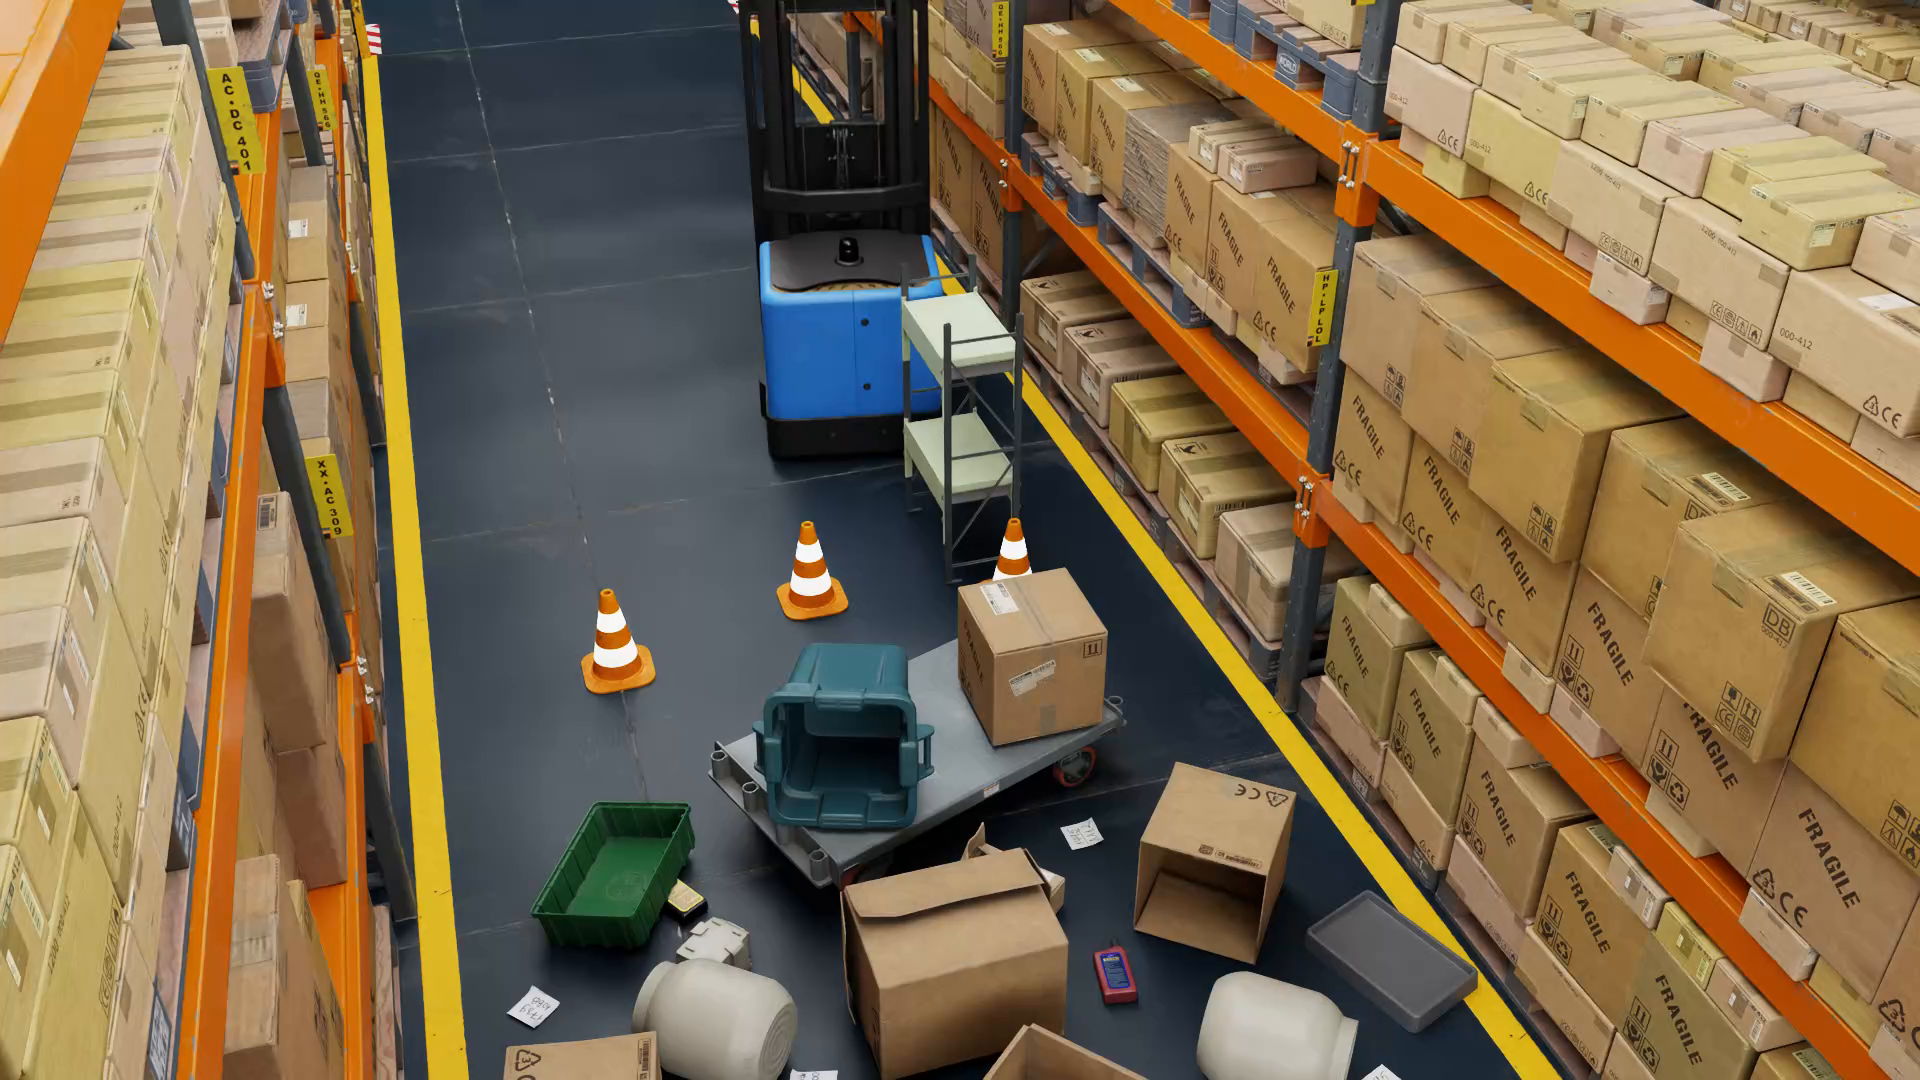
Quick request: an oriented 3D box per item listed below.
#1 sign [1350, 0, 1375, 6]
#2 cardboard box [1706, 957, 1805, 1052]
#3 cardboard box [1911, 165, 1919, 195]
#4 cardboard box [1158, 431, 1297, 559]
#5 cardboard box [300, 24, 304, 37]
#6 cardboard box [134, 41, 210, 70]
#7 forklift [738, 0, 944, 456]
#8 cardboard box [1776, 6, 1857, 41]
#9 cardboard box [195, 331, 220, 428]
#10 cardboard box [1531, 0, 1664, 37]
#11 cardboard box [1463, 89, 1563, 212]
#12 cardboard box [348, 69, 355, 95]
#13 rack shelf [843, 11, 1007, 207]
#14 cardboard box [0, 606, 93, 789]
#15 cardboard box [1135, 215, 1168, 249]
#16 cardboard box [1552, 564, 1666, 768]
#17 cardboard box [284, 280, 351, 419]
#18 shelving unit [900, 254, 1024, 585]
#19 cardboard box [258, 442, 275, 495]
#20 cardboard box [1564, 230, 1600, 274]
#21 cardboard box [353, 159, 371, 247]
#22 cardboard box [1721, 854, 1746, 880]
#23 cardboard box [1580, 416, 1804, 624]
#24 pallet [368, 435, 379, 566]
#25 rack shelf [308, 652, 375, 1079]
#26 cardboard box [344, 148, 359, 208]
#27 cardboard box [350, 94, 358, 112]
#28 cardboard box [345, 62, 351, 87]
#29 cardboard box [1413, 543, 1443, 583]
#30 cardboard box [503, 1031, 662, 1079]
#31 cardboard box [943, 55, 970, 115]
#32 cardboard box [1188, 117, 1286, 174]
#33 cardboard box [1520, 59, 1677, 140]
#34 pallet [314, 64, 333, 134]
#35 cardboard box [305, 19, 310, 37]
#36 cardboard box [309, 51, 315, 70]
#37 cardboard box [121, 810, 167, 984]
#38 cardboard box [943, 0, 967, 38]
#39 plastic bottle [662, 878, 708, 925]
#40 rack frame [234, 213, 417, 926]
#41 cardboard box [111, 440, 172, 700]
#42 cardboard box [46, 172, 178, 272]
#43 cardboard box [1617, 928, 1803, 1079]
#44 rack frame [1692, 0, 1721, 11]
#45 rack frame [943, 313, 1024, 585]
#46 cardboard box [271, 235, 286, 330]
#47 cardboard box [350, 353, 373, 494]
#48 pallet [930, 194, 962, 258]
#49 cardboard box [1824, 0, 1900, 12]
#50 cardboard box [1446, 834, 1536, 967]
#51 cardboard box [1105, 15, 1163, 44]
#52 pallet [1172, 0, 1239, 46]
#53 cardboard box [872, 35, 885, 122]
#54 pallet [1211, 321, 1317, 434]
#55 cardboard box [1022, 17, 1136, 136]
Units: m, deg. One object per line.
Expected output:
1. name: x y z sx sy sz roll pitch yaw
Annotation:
1. sign: 1.461 -2.081 5.950 0.100 0.325 0.005 -10 35 -15
2. cardboard box: 2.540 1.386 5.096 0.380 0.149 0.250 -9 35 -13
3. cardboard box: 2.861 -0.949 4.568 0.380 0.149 0.250 -9 35 -14
4. cardboard box: 1.604 -0.275 8.768 0.950 0.372 0.625 -8 34 -12
5. cardboard box: -4.430 -3.315 10.673 0.380 0.149 0.250 -12 35 -17
6. cardboard box: -2.774 -1.609 5.819 0.250 0.149 0.380 -10 35 -15
7. forklift: -0.753 -2.504 10.201 1.130 2.935 3.031 -3 34 -5
8. cardboard box: 5.497 -3.306 10.673 0.380 0.149 0.250 -9 35 -13
9. cardboard box: -1.969 -0.352 3.917 0.380 0.149 0.250 -9 35 -14
10. cardboard box: 2.293 -1.894 5.999 0.380 0.149 0.250 -9 35 -14
11. cardboard box: 2.028 -1.311 5.478 0.500 0.250 0.500 -10 35 -15
12. cardboard box: -5.370 -3.887 14.166 0.380 0.149 0.250 -10 35 -15
13. rack shelf: 0.159 -3.395 12.138 1.077 0.370 4.000 -10 35 -15
14. cardboard box: -1.427 0.250 2.282 0.380 0.149 0.250 -10 35 -15
15. cardboard box: 1.138 -1.656 8.702 0.380 0.149 0.250 -9 34 -13
16. cardboard box: 2.347 0.355 5.451 0.500 0.500 0.500 -10 35 -14
17. cardboard box: -3.058 -0.817 7.494 0.500 0.500 0.500 -9 35 -14
18. shelving unit: 0.002 -0.622 8.651 0.431 1.500 0.755 -10 35 -15
19. cardboard box: -2.615 0.027 5.192 0.875 0.550 0.550 -10 35 -15
20. cardboard box: 2.167 -0.948 5.290 0.380 0.149 0.250 -11 35 -16
21. cardboard box: -4.513 -2.376 11.831 0.500 0.500 0.500 -11 35 -16
22. cardboard box: 2.599 0.959 5.125 0.380 0.149 0.250 -10 35 -14
23. cardboard box: 2.425 -0.062 5.174 0.700 0.500 0.500 -10 35 -15
24. pallet: -3.746 -0.169 9.134 1.003 0.211 1.213 -10 35 -15
25. rack shelf: -2.084 1.691 4.442 1.077 0.370 4.000 -10 35 -15
26. cardboard box: -4.348 -2.409 11.200 0.500 0.250 0.500 -12 35 -17
27. cardboard box: -5.374 -3.765 14.251 0.380 0.149 0.250 -11 35 -16
28. cardboard box: -5.295 -3.868 13.868 0.380 0.149 0.250 -9 35 -14
29. cardboard box: 2.016 0.038 6.519 0.380 0.149 0.250 -10 35 -15
30. cardboard box: -1.244 2.025 5.549 0.500 0.500 0.500 -4 34 -6
31. cardboard box: 0.196 -3.069 11.130 0.500 0.250 0.500 -9 35 -14
32. cardboard box: 1.304 -1.860 7.834 0.380 0.149 0.250 -11 35 -17
33. cardboard box: 2.008 -1.389 5.235 0.380 0.149 0.250 -10 35 -15
34. pallet: -4.557 -2.712 10.626 1.003 0.211 1.213 -10 35 -15
35. cardboard box: -4.583 -3.466 11.171 0.380 0.149 0.250 -11 35 -16
36. cardboard box: -4.425 -3.071 10.843 0.380 0.149 0.250 -9 34 -13
37. cardboard box: -1.428 0.578 2.509 0.380 0.149 0.250 -10 35 -15
38. cardboard box: 0.198 -3.599 10.797 0.500 0.500 0.500 -9 35 -14
39. plastic bottle: -1.173 1.458 6.807 0.283 0.061 0.133 27 42 34
40. rack frame: -2.694 0.341 5.833 1.000 3.000 0.127 -10 35 -15
41. cardboard box: -1.688 0.084 2.896 0.500 0.250 0.500 -10 35 -15
42. cardboard box: -1.969 -0.685 3.697 0.380 0.149 0.250 -10 35 -15
43. cardboard box: 2.554 1.565 5.414 0.500 0.500 0.500 -9 34 -13
44. rack frame: 5.495 -3.481 11.617 1.000 3.000 0.127 -10 35 -15
45. rack frame: 0.114 -0.430 8.360 0.400 1.500 0.023 -10 35 -15
46. cardboard box: -3.317 -1.178 7.134 0.700 0.500 0.500 -10 35 -15
47. cardboard box: -3.814 -0.661 9.008 1.050 0.750 0.750 -10 35 -15
48. pallet: 0.232 -2.547 12.733 1.003 0.211 1.213 -10 35 -15
49. cardboard box: 5.973 -3.538 11.024 0.380 0.149 0.250 -9 35 -13
50. cardboard box: 2.250 1.339 6.435 0.500 0.250 0.500 -10 35 -15
51. cardboard box: 1.172 -2.794 9.835 0.500 0.500 0.500 -11 35 -16
52. pallet: 1.583 -2.604 7.738 1.213 0.211 1.003 -10 35 -15
53. cardboard box: -0.186 -3.721 13.527 0.875 0.875 0.875 -9 34 -13
54. pallet: 1.894 -0.890 7.870 1.003 0.211 1.213 -10 35 -15
55. cardboard box: 0.686 -2.710 9.709 0.500 0.500 0.500 -11 35 -16
